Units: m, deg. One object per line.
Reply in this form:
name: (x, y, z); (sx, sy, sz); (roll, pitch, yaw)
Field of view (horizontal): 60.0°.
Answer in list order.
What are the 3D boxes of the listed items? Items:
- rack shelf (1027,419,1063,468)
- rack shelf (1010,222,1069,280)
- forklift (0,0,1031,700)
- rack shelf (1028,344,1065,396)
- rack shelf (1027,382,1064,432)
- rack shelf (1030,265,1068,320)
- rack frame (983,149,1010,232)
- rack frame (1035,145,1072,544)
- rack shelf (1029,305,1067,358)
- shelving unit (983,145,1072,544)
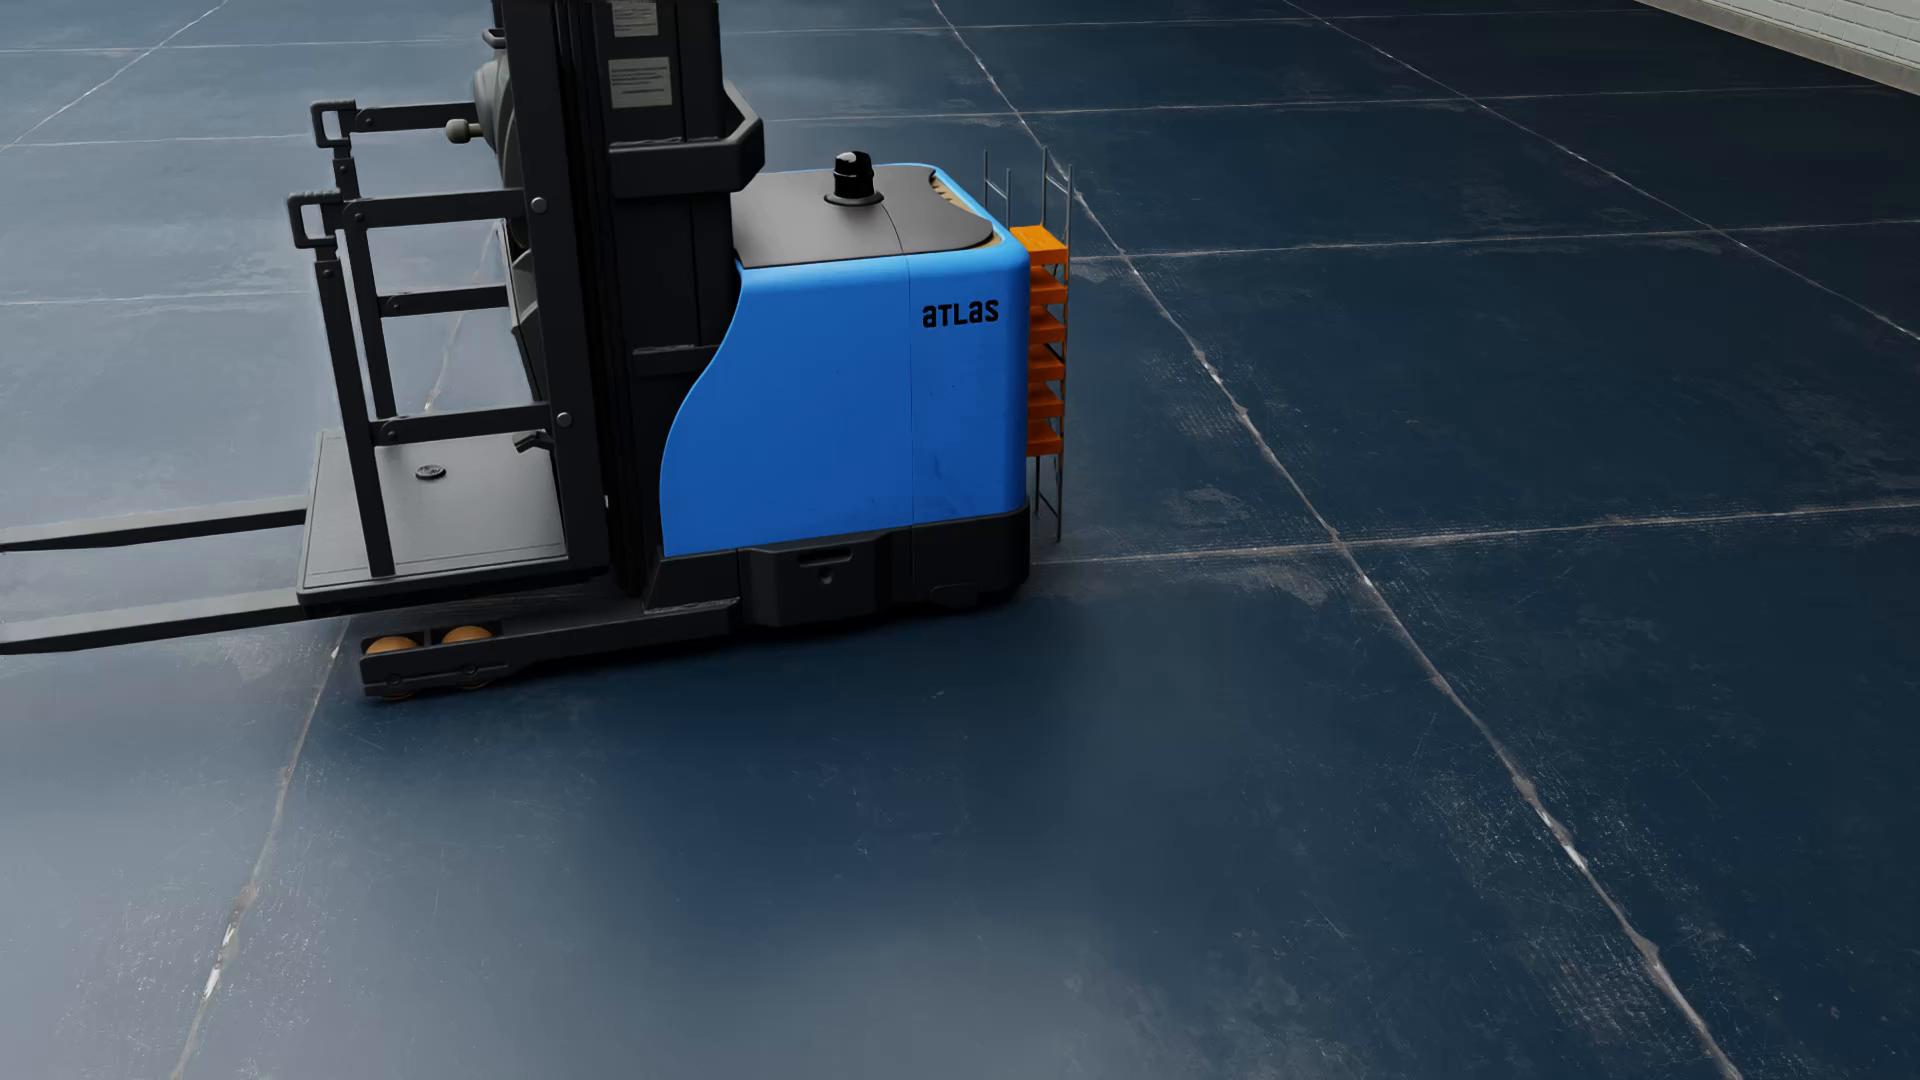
rack shelf: (0.192, -0.308, 5.159); (0.180, 0.103, 0.258); (-8, 28, -14)
rack shelf: (0.192, -0.842, 4.885); (0.180, 0.103, 0.258); (-8, 28, -14)
forklift: (-1.372, -1.147, 4.275); (3.031, 2.935, 1.130); (-8, 28, -14)
rack shelf: (0.192, -0.522, 5.050); (0.180, 0.103, 0.258); (-8, 28, -14)
rack shelf: (0.192, -0.415, 5.104); (0.180, 0.103, 0.258); (-8, 28, -14)
rack shelf: (0.192, -0.735, 4.940); (0.180, 0.103, 0.258); (-8, 28, -14)
rack frame: (0.104, -0.549, 5.007); (0.006, 1.200, 0.240); (-8, 28, -14)
rack frame: (0.280, -0.573, 5.052); (0.006, 1.200, 0.240); (-8, 28, -14)
rack shelf: (0.192, -0.628, 4.995); (0.180, 0.103, 0.258); (-8, 28, -14)
shelving unit: (0.192, -0.561, 5.029); (0.189, 1.200, 0.258); (-8, 28, -14)
